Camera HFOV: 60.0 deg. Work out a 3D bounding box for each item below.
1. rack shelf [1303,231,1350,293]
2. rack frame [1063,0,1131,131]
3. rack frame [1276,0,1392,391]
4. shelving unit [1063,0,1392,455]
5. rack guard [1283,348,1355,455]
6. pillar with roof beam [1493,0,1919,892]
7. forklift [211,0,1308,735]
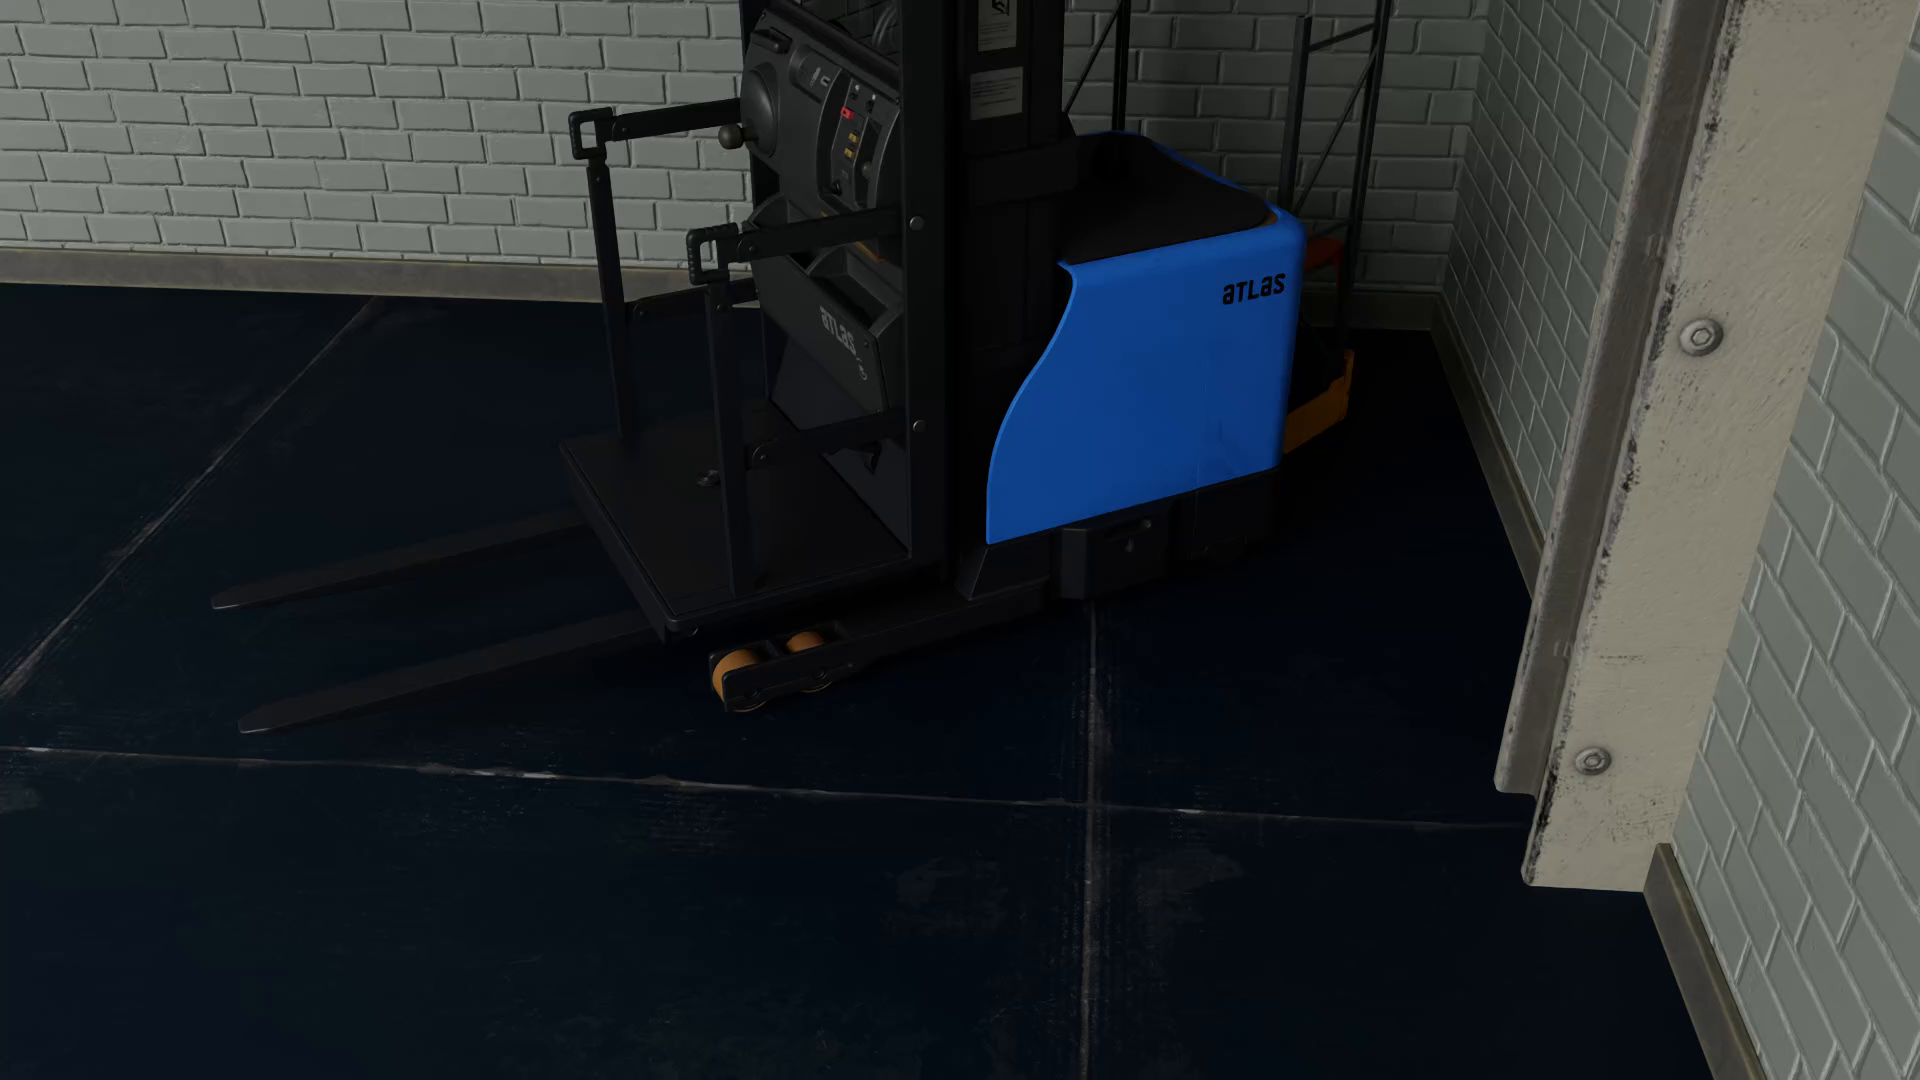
[{"bbox_3d":[0.796,-1.017,5.813,1.000,0.185,0.538,26,40,35],"label":"rack shelf"},{"bbox_3d":[0.424,-1.352,6.014,0.032,1.500,0.500,26,40,35],"label":"rack frame"},{"bbox_3d":[1.168,-0.988,5.423,0.032,1.500,0.500,26,40,35],"label":"rack frame"},{"bbox_3d":[0.803,-1.166,5.713,1.083,1.500,0.587,26,40,35],"label":"shelving unit"},{"bbox_3d":[1.167,-0.456,5.752,0.087,0.250,0.587,26,40,35],"label":"rack guard"},{"bbox_3d":[-2.786,-3.297,2.023,9.100,9.000,0.400,2,32,4],"label":"pillar with roof beam"},{"bbox_3d":[-0.556,-1.100,4.242,3.031,2.935,1.130,-15,35,-23],"label":"forklift"}]
